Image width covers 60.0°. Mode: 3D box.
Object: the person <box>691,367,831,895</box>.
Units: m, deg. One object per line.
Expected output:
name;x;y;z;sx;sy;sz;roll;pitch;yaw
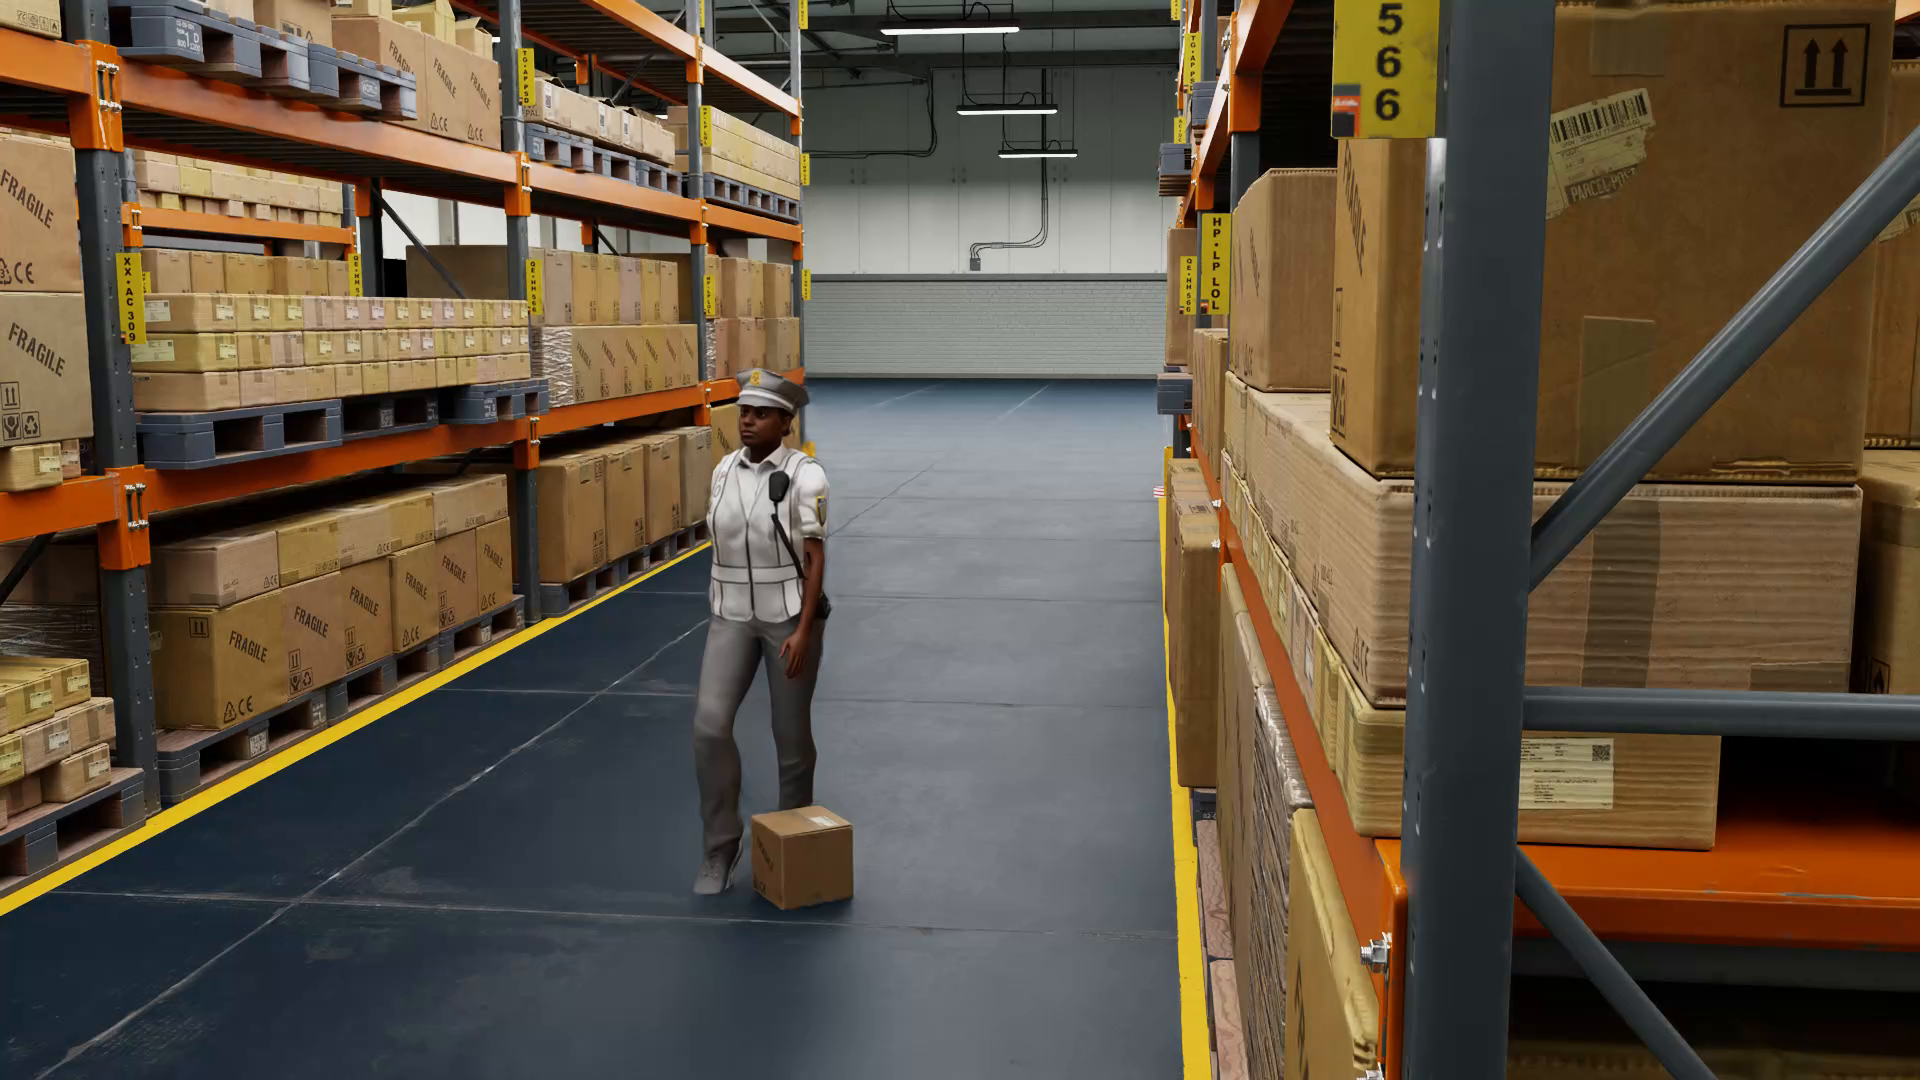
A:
person;-0.642;0.310;5.531;0.436;1.764;0.557;2;8;14
